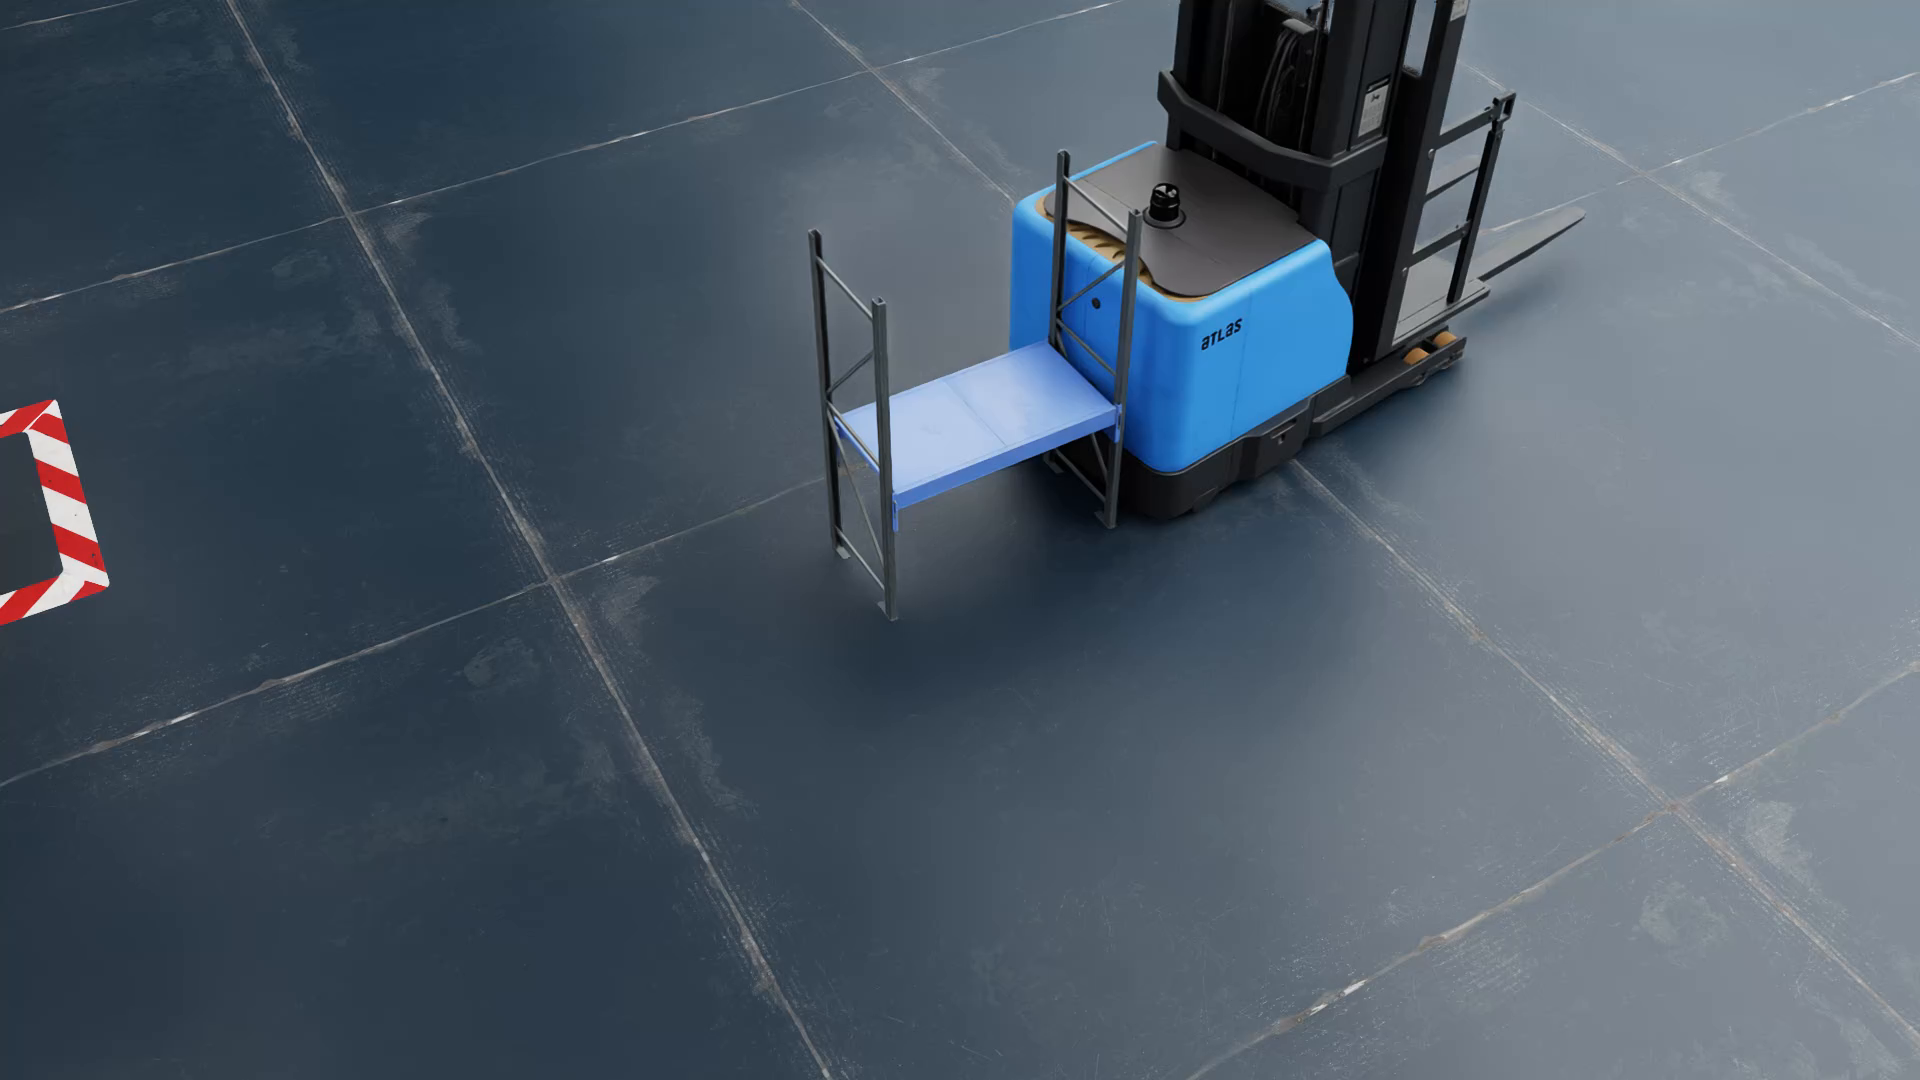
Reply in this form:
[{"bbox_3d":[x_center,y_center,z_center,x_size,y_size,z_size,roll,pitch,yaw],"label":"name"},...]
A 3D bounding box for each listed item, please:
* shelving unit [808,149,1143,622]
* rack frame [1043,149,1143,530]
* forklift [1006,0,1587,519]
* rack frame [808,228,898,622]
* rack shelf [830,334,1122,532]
[{"bbox_3d":[0.057,-0.555,6.245,1.048,1.500,0.538,-22,48,-21],"label":"shelving unit"},{"bbox_3d":[0.495,-0.735,6.431,0.032,1.500,0.500,-22,48,-21],"label":"rack frame"},{"bbox_3d":[-8.445,-2.695,7.422,17.483,2.935,15.389,-29,51,-27],"label":"forklift"},{"bbox_3d":[-0.381,-0.375,6.059,0.032,1.500,0.500,-22,48,-21],"label":"rack frame"},{"bbox_3d":[0.057,-0.426,6.370,1.000,0.185,0.538,-22,48,-21],"label":"rack shelf"}]
